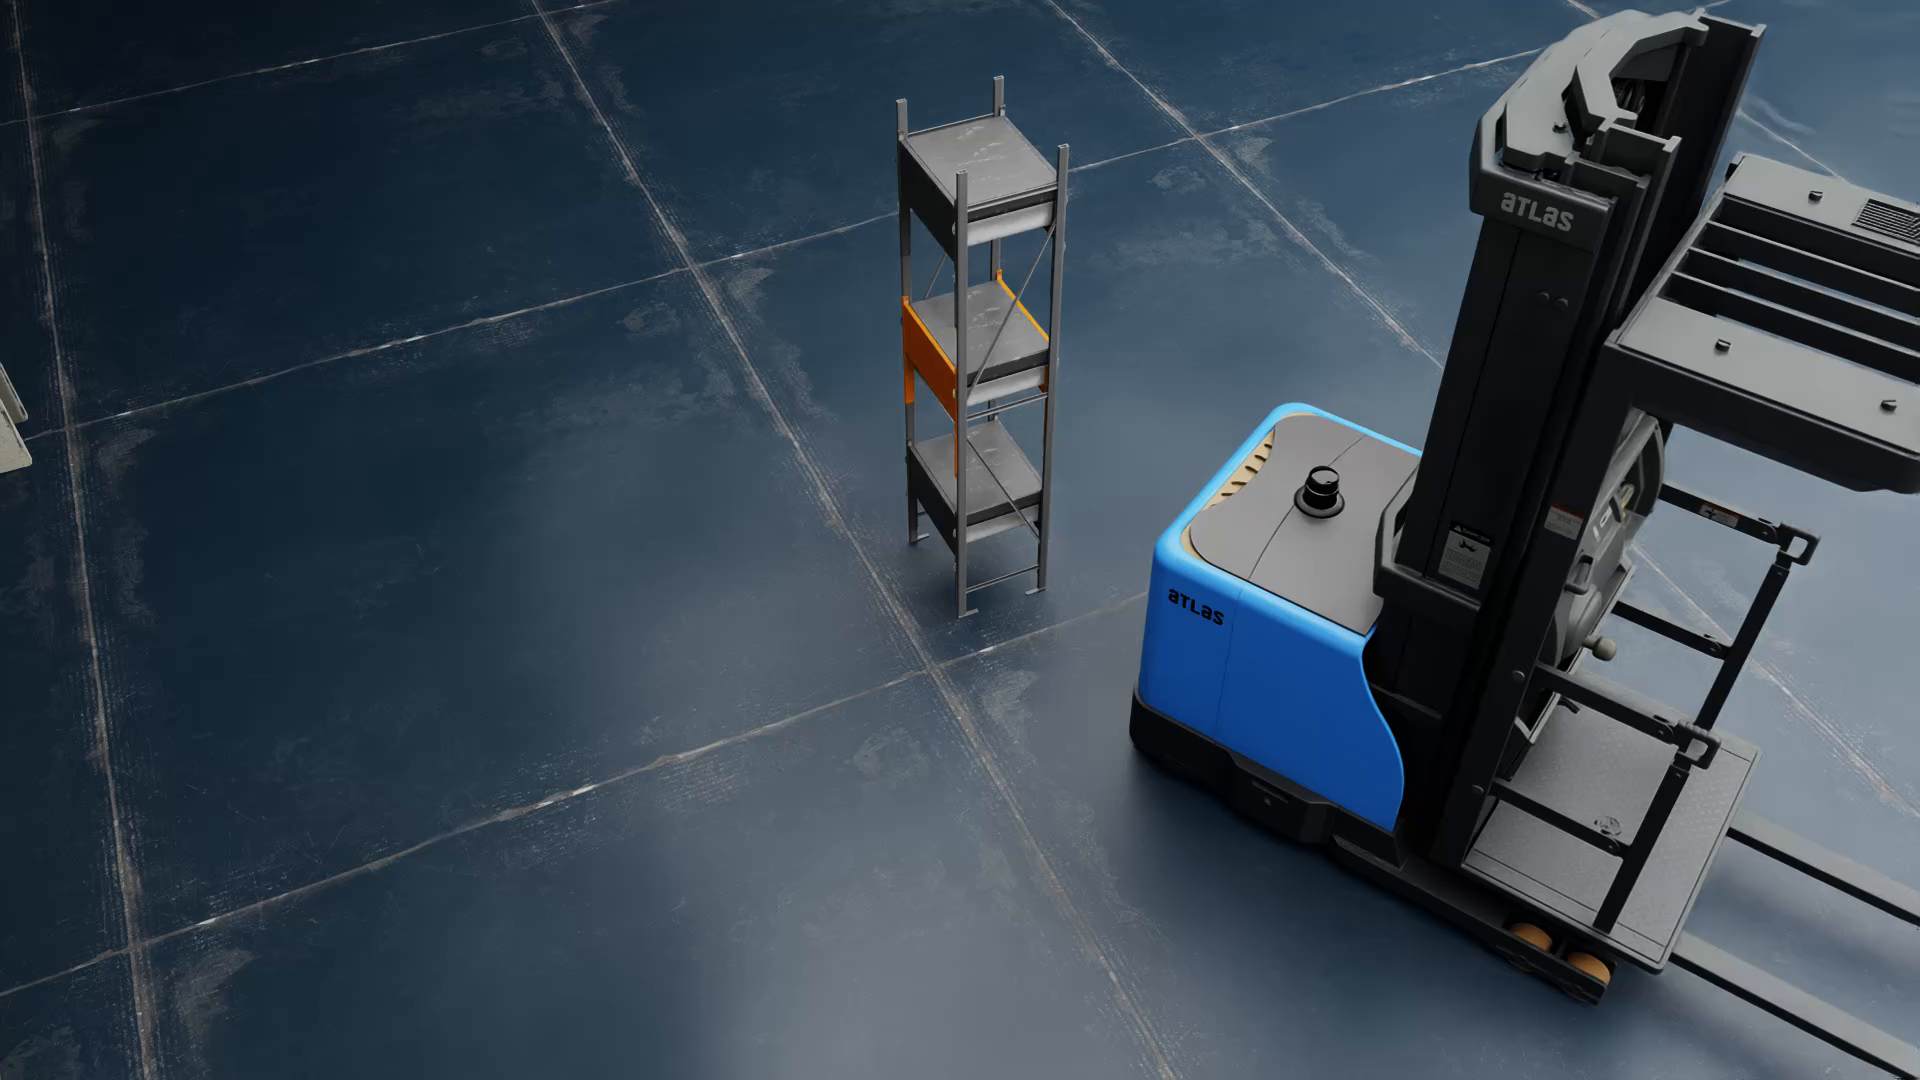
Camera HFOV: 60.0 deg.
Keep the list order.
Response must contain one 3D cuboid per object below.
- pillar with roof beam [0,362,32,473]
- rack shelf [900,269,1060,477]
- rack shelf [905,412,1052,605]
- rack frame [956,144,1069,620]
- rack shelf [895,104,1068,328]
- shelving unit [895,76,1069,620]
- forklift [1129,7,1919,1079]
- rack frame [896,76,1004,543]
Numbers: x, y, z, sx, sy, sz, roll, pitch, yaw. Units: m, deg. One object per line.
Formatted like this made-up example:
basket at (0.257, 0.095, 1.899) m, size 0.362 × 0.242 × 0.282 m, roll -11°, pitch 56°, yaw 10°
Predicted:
pillar with roof beam at (-0.481, -4.893, 5.671) m, size 9.100 × 9.000 × 0.400 m, roll -18°, pitch 47°, yaw -17°
rack shelf at (0.070, -0.632, 6.284) m, size 0.431 × 0.518 × 0.480 m, roll -18°, pitch 47°, yaw -17°
rack shelf at (0.070, -0.134, 6.776) m, size 0.431 × 0.518 × 0.480 m, roll -18°, pitch 47°, yaw -17°
rack frame at (0.172, -0.486, 6.117) m, size 0.400 × 2.100 × 0.015 m, roll -18°, pitch 47°, yaw -17°
rack shelf at (0.070, -1.130, 5.792) m, size 0.431 × 0.518 × 0.480 m, roll -18°, pitch 47°, yaw -17°
shelving unit at (0.070, -0.642, 6.274) m, size 0.431 × 2.100 × 0.503 m, roll -18°, pitch 47°, yaw -17°
forklift at (2.135, 0.065, 4.966) m, size 3.031 × 2.935 × 1.130 m, roll 26°, pitch 50°, yaw 24°
rack frame at (-0.033, -0.797, 6.432) m, size 0.400 × 2.100 × 0.015 m, roll -18°, pitch 47°, yaw -17°
